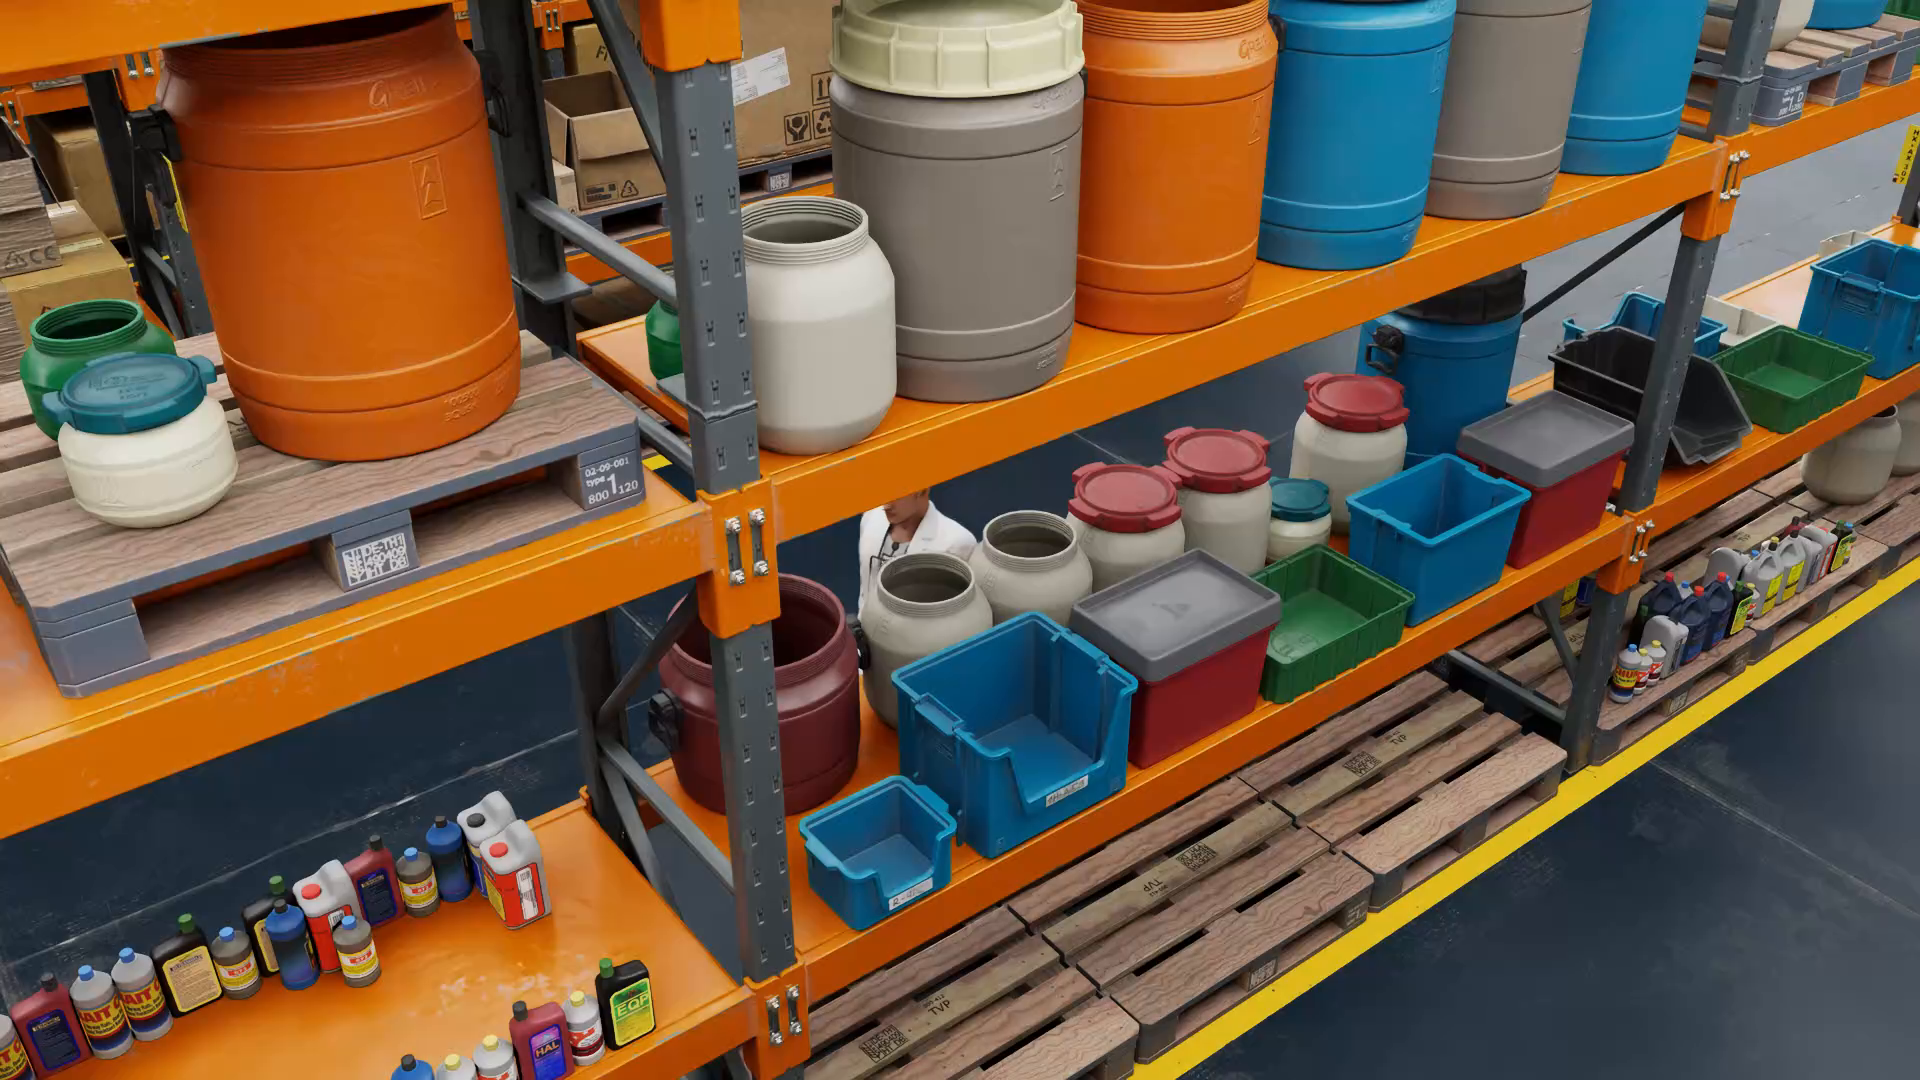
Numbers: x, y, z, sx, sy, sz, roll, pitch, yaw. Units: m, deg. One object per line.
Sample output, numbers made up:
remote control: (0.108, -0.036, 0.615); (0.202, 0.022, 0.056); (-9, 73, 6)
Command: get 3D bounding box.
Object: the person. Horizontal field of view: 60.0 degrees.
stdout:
person: (-0.187, 0.517, 6.354); (0.626, 1.842, 0.429); (19, 36, 27)
